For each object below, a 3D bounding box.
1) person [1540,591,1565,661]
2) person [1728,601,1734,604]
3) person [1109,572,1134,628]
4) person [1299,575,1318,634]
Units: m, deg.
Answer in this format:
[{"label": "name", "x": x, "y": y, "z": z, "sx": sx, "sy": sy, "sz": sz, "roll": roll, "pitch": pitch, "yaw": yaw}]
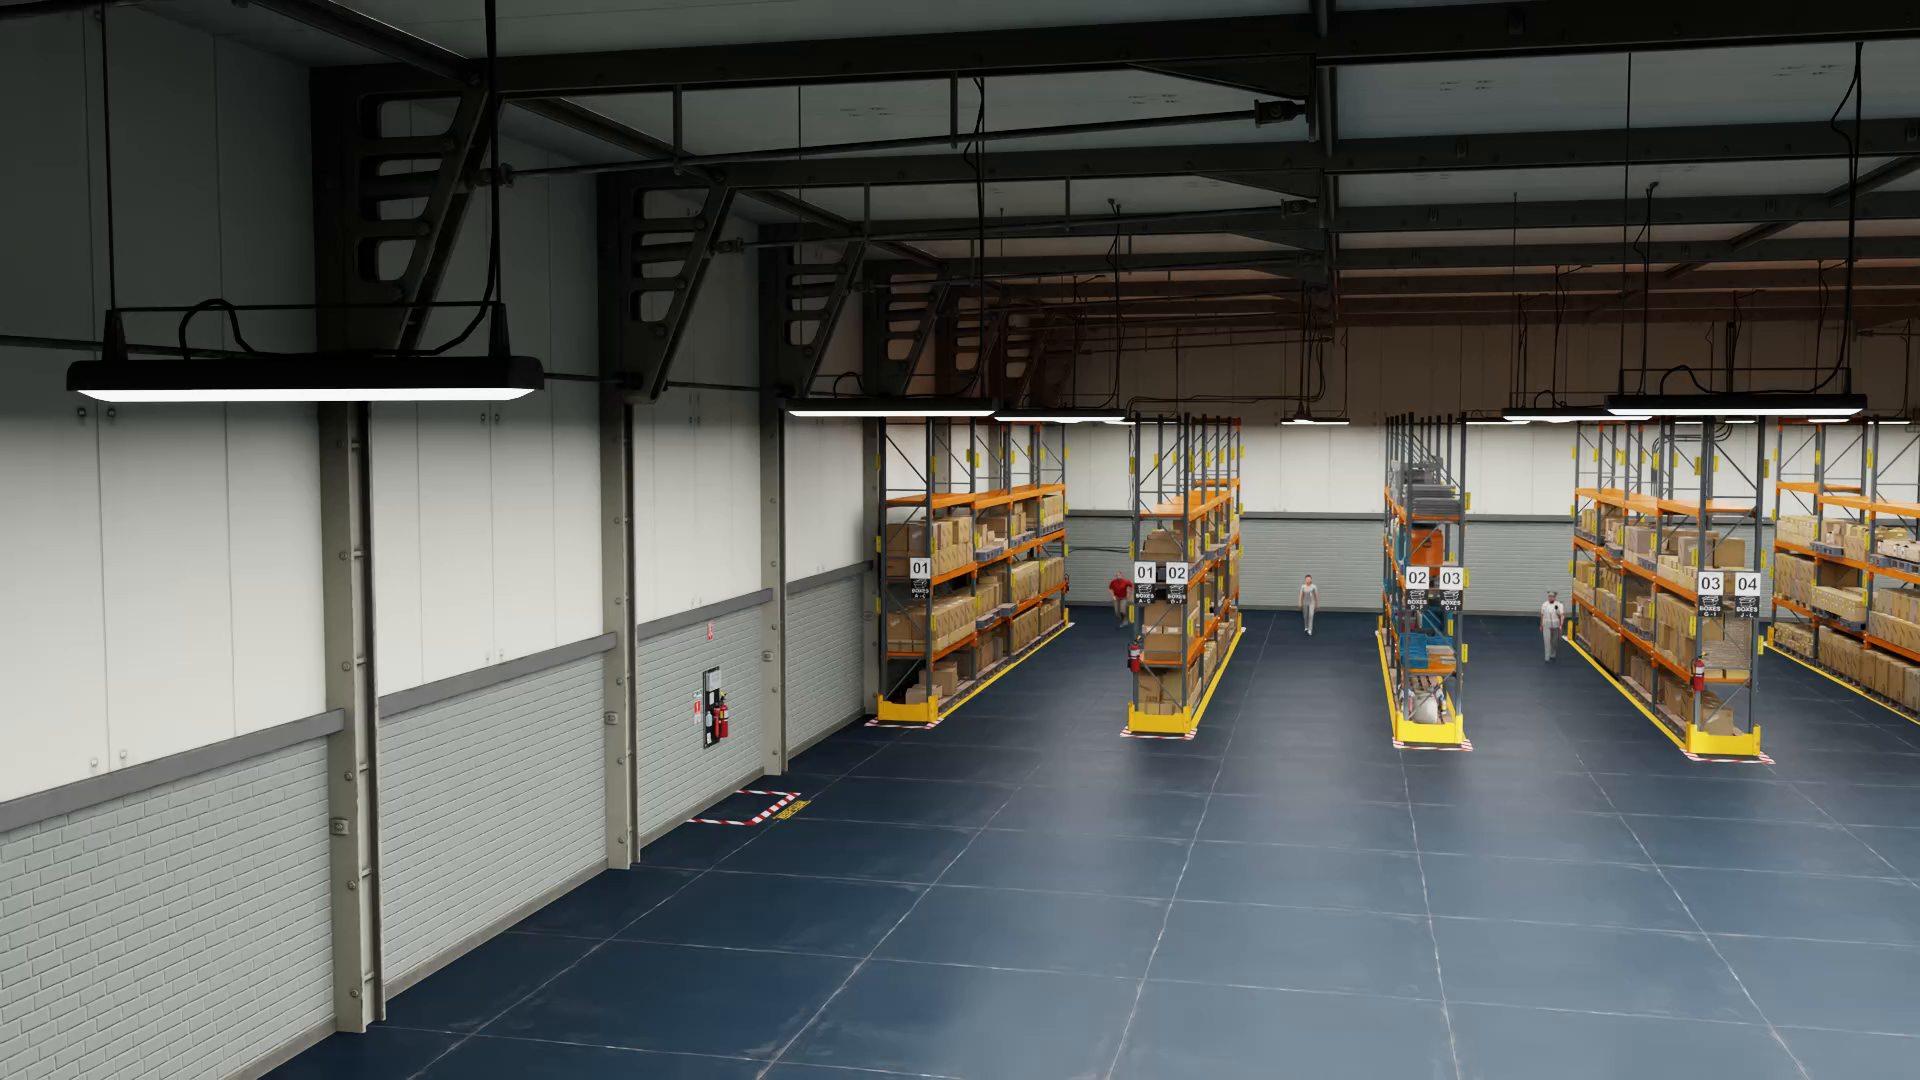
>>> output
[{"label": "person", "x": 14.522, "y": 2.092, "z": 40.736, "sx": 0.530, "sy": 1.705, "sz": 1.084, "roll": 1, "pitch": 4, "yaw": 16}, {"label": "person", "x": 20.235, "y": 1.988, "z": 43.782, "sx": 0.588, "sy": 1.513, "sz": 0.788, "roll": 2, "pitch": 4, "yaw": 25}, {"label": "person", "x": 4.603, "y": 1.744, "z": 47.421, "sx": 0.691, "sy": 1.555, "sz": 0.728, "roll": 1, "pitch": 4, "yaw": 21}, {"label": "person", "x": 9.655, "y": 1.776, "z": 46.116, "sx": 0.501, "sy": 1.603, "sz": 1.060, "roll": 1, "pitch": 4, "yaw": 15}]
